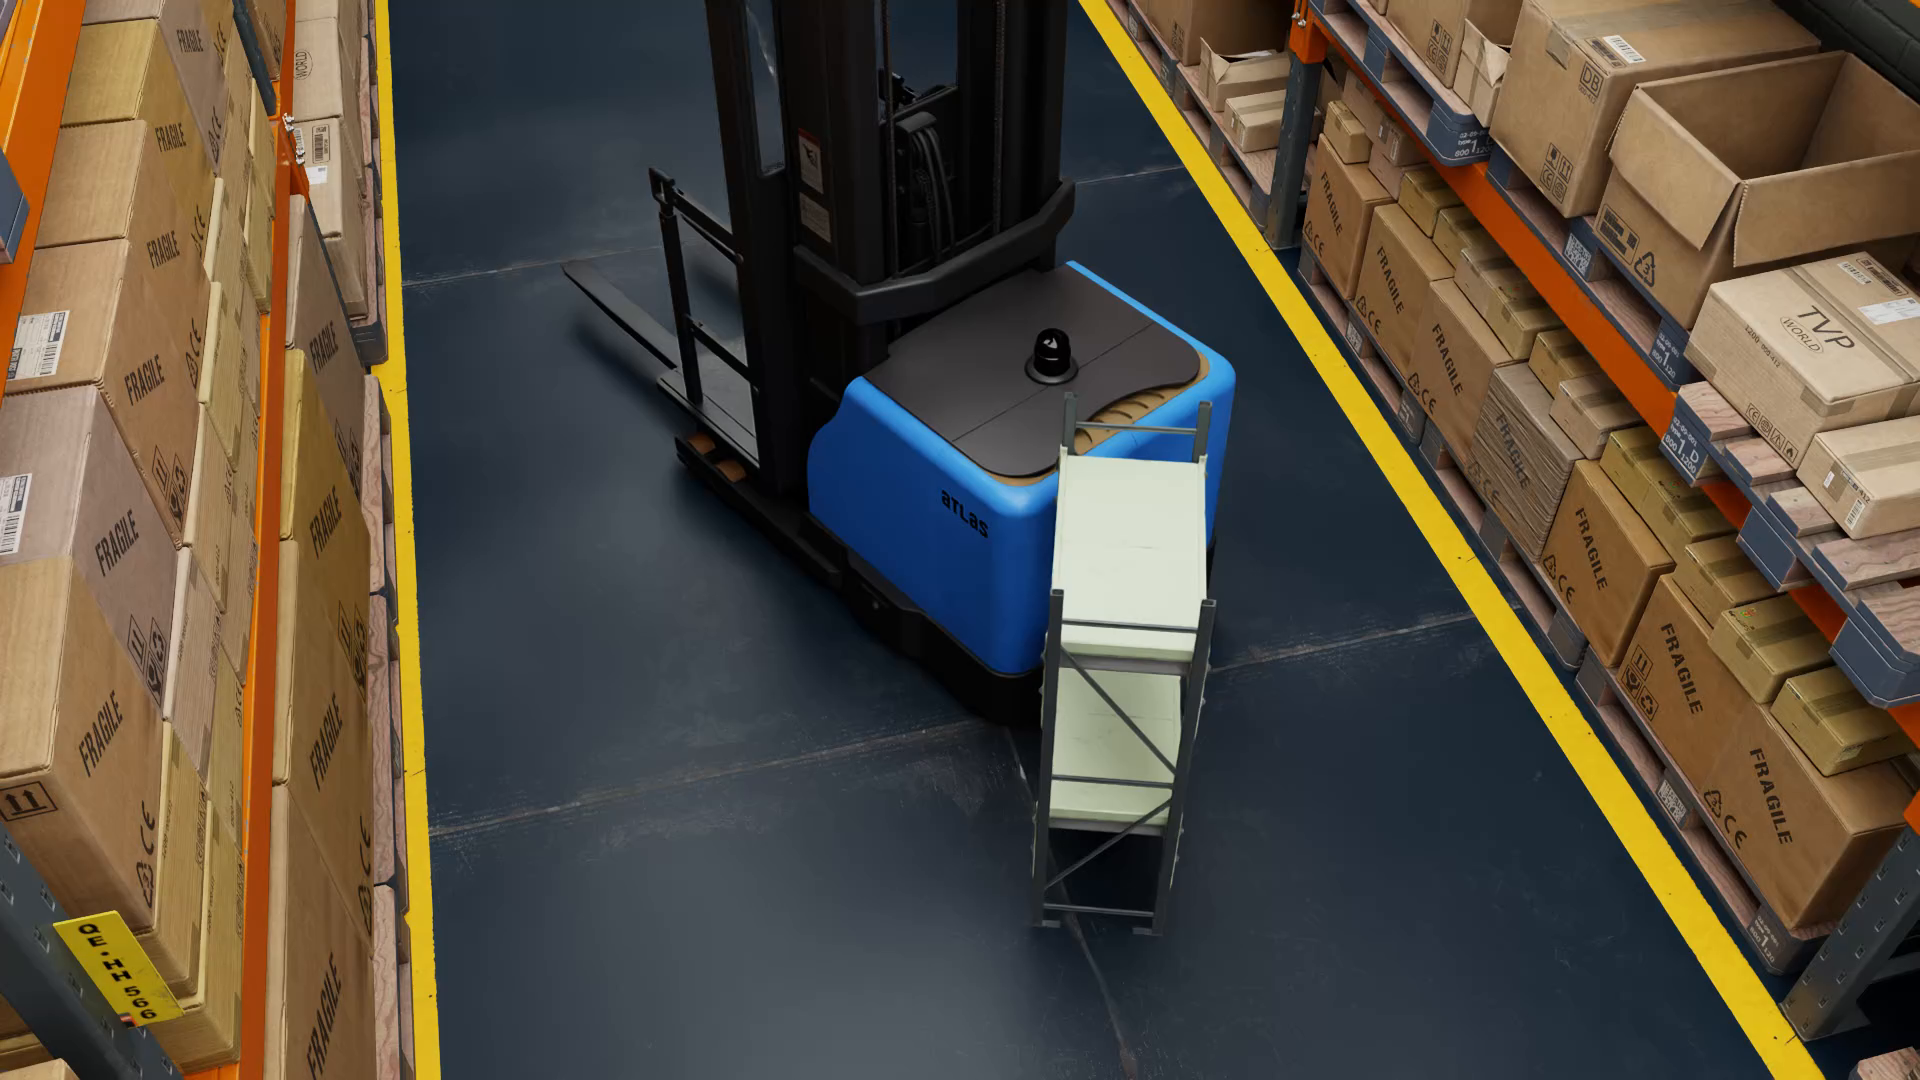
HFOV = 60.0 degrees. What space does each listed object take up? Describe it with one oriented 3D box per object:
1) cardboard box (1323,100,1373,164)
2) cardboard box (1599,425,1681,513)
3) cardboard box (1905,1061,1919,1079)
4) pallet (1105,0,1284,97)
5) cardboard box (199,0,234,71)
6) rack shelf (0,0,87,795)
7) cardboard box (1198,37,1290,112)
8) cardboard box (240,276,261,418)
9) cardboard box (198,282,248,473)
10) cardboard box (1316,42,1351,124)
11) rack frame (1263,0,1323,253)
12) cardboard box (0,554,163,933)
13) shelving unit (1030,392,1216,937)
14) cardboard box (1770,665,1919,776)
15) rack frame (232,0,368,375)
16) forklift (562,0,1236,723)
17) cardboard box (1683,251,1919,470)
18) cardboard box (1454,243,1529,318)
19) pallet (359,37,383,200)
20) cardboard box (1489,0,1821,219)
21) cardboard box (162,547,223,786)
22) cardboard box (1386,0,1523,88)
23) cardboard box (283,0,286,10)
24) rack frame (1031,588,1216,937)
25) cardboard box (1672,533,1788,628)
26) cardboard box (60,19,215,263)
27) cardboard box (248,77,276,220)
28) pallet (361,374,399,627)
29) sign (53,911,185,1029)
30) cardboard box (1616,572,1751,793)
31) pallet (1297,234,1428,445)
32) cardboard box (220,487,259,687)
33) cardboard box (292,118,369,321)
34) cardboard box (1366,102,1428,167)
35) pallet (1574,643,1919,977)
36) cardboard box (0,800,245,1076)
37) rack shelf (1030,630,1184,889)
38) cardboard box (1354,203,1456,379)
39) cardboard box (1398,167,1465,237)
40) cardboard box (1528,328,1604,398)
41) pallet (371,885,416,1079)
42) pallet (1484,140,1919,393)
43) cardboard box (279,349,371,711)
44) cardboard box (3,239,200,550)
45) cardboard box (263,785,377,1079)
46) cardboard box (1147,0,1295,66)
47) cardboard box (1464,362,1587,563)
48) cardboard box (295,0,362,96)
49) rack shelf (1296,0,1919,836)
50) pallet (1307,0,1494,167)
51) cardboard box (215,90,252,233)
[{"bbox_3d":[1.719,-1.688,6.806,0.380,0.149,0.250,-9,46,-8],"label":"cardboard box"},{"bbox_3d":[2.325,-0.253,5.399,0.380,0.149,0.250,-11,47,-11],"label":"cardboard box"},{"bbox_3d":[3.055,1.394,4.153,0.875,0.625,0.625,-9,46,-9],"label":"cardboard box"},{"bbox_3d":[1.394,-2.827,8.873,1.003,0.211,1.213,-11,47,-10],"label":"pallet"},{"bbox_3d":[-2.556,-1.697,5.043,0.500,0.500,0.500,-9,46,-9],"label":"cardboard box"},{"bbox_3d":[-2.401,-0.992,3.526,1.077,0.370,4.000,-11,47,-10],"label":"rack shelf"},{"bbox_3d":[1.367,-2.253,7.978,0.396,0.266,0.258,-9,46,-9],"label":"cardboard box"},{"bbox_3d":[-2.314,-0.555,4.799,0.500,0.250,0.500,-12,47,-11],"label":"cardboard box"},{"bbox_3d":[-2.144,-0.387,4.284,0.500,0.250,0.500,-10,46,-10],"label":"cardboard box"},{"bbox_3d":[1.944,-2.190,7.885,0.500,0.311,0.500,-9,46,-9],"label":"cardboard box"},{"bbox_3d":[1.885,-2.485,6.585,1.000,3.000,0.127,-11,47,-10],"label":"rack frame"},{"bbox_3d":[-1.779,0.416,2.972,0.500,0.500,0.500,-12,47,-12],"label":"cardboard box"},{"bbox_3d":[0.451,0.403,4.805,0.431,1.500,0.755,4,46,4],"label":"shelving unit"},{"bbox_3d":[2.537,0.483,4.679,0.380,0.149,0.250,-13,47,-12],"label":"cardboard box"},{"bbox_3d":[-2.913,-1.575,5.693,1.000,3.000,0.127,-11,47,-10],"label":"rack frame"},{"bbox_3d":[-0.449,-1.391,5.561,1.130,2.935,3.031,-32,54,-28],"label":"forklift"},{"bbox_3d":[2.326,-0.487,4.438,0.500,0.250,0.500,-13,47,-12],"label":"cardboard box"},{"bbox_3d":[2.053,-0.970,6.102,0.380,0.149,0.250,-11,47,-10],"label":"cardboard box"},{"bbox_3d":[-3.348,-1.982,8.045,1.003,0.211,1.213,-11,47,-10],"label":"pallet"},{"bbox_3d":[2.126,-1.393,5.151,0.700,0.500,0.500,-11,47,-11],"label":"cardboard box"},{"bbox_3d":[-1.911,0.312,3.599,0.500,0.250,0.500,-10,46,-9],"label":"cardboard box"},{"bbox_3d":[1.925,-1.935,5.682,0.700,0.500,0.500,-10,46,-10],"label":"cardboard box"},{"bbox_3d":[-2.905,-2.330,6.363,0.500,0.500,0.500,-10,47,-10],"label":"cardboard box"},{"bbox_3d":[0.417,0.663,4.550,0.400,1.500,0.023,4,46,4],"label":"rack frame"},{"bbox_3d":[2.413,0.110,5.044,0.380,0.149,0.250,-12,47,-12],"label":"cardboard box"},{"bbox_3d":[-2.305,-0.988,4.348,0.500,0.500,0.500,-9,46,-9],"label":"cardboard box"},{"bbox_3d":[-2.554,-1.259,5.489,0.500,0.250,0.500,-12,47,-11],"label":"cardboard box"},{"bbox_3d":[-2.642,-0.080,6.181,1.003,0.211,1.213,-11,47,-10],"label":"pallet"},{"bbox_3d":[-1.366,0.703,2.705,0.100,0.325,0.005,-11,47,-10],"label":"sign"},{"bbox_3d":[2.475,0.404,5.210,0.500,0.500,0.500,-11,47,-11],"label":"cardboard box"},{"bbox_3d":[2.129,-0.954,7.038,1.003,0.211,1.213,-11,47,-10],"label":"pallet"},{"bbox_3d":[-2.048,0.141,4.117,0.500,0.250,0.500,-9,46,-9],"label":"cardboard box"},{"bbox_3d":[-2.970,-1.278,6.902,0.875,0.438,0.875,-11,47,-11],"label":"cardboard box"},{"bbox_3d":[1.832,-1.621,6.533,0.380,0.149,0.250,-13,47,-12],"label":"cardboard box"},{"bbox_3d":[2.754,0.730,5.387,1.003,0.211,1.213,-11,47,-10],"label":"pallet"},{"bbox_3d":[-1.771,0.855,3.417,0.500,0.250,0.500,-11,47,-11],"label":"cardboard box"},{"bbox_3d":[0.451,0.631,5.038,0.431,0.370,0.720,4,46,4],"label":"rack shelf"},{"bbox_3d":[1.937,-1.016,6.602,0.500,0.500,0.500,-11,47,-11],"label":"cardboard box"},{"bbox_3d":[1.942,-1.336,6.461,0.380,0.149,0.250,-13,47,-12],"label":"cardboard box"},{"bbox_3d":[2.211,-0.617,5.756,0.380,0.149,0.250,-11,47,-10],"label":"cardboard box"},{"bbox_3d":[-2.018,1.605,4.530,1.003,0.211,1.213,-11,47,-10],"label":"pallet"},{"bbox_3d":[2.406,-0.998,5.262,1.003,0.211,1.213,-11,47,-10],"label":"pallet"},{"bbox_3d":[-2.438,0.057,5.287,0.875,0.875,0.875,-9,46,-9],"label":"cardboard box"},{"bbox_3d":[-2.032,-0.284,3.658,0.500,0.500,0.500,-9,46,-9],"label":"cardboard box"},{"bbox_3d":[-1.985,1.291,4.078,0.875,0.875,0.875,-11,47,-11],"label":"cardboard box"},{"bbox_3d":[1.373,-2.765,8.316,0.700,0.500,0.500,-12,47,-12],"label":"cardboard box"},{"bbox_3d":[2.187,-0.312,5.911,0.500,0.500,0.500,-12,47,-12],"label":"cardboard box"},{"bbox_3d":[-3.429,-2.519,8.119,0.875,0.438,0.875,-10,46,-9],"label":"cardboard box"},{"bbox_3d":[2.397,-0.853,5.489,1.077,0.370,4.000,-11,47,-10],"label":"rack shelf"},{"bbox_3d":[1.984,-1.846,6.094,1.003,0.211,1.213,-11,47,-10],"label":"pallet"},{"bbox_3d":[-2.430,-1.094,4.977,0.500,0.250,0.500,-10,46,-9],"label":"cardboard box"}]
